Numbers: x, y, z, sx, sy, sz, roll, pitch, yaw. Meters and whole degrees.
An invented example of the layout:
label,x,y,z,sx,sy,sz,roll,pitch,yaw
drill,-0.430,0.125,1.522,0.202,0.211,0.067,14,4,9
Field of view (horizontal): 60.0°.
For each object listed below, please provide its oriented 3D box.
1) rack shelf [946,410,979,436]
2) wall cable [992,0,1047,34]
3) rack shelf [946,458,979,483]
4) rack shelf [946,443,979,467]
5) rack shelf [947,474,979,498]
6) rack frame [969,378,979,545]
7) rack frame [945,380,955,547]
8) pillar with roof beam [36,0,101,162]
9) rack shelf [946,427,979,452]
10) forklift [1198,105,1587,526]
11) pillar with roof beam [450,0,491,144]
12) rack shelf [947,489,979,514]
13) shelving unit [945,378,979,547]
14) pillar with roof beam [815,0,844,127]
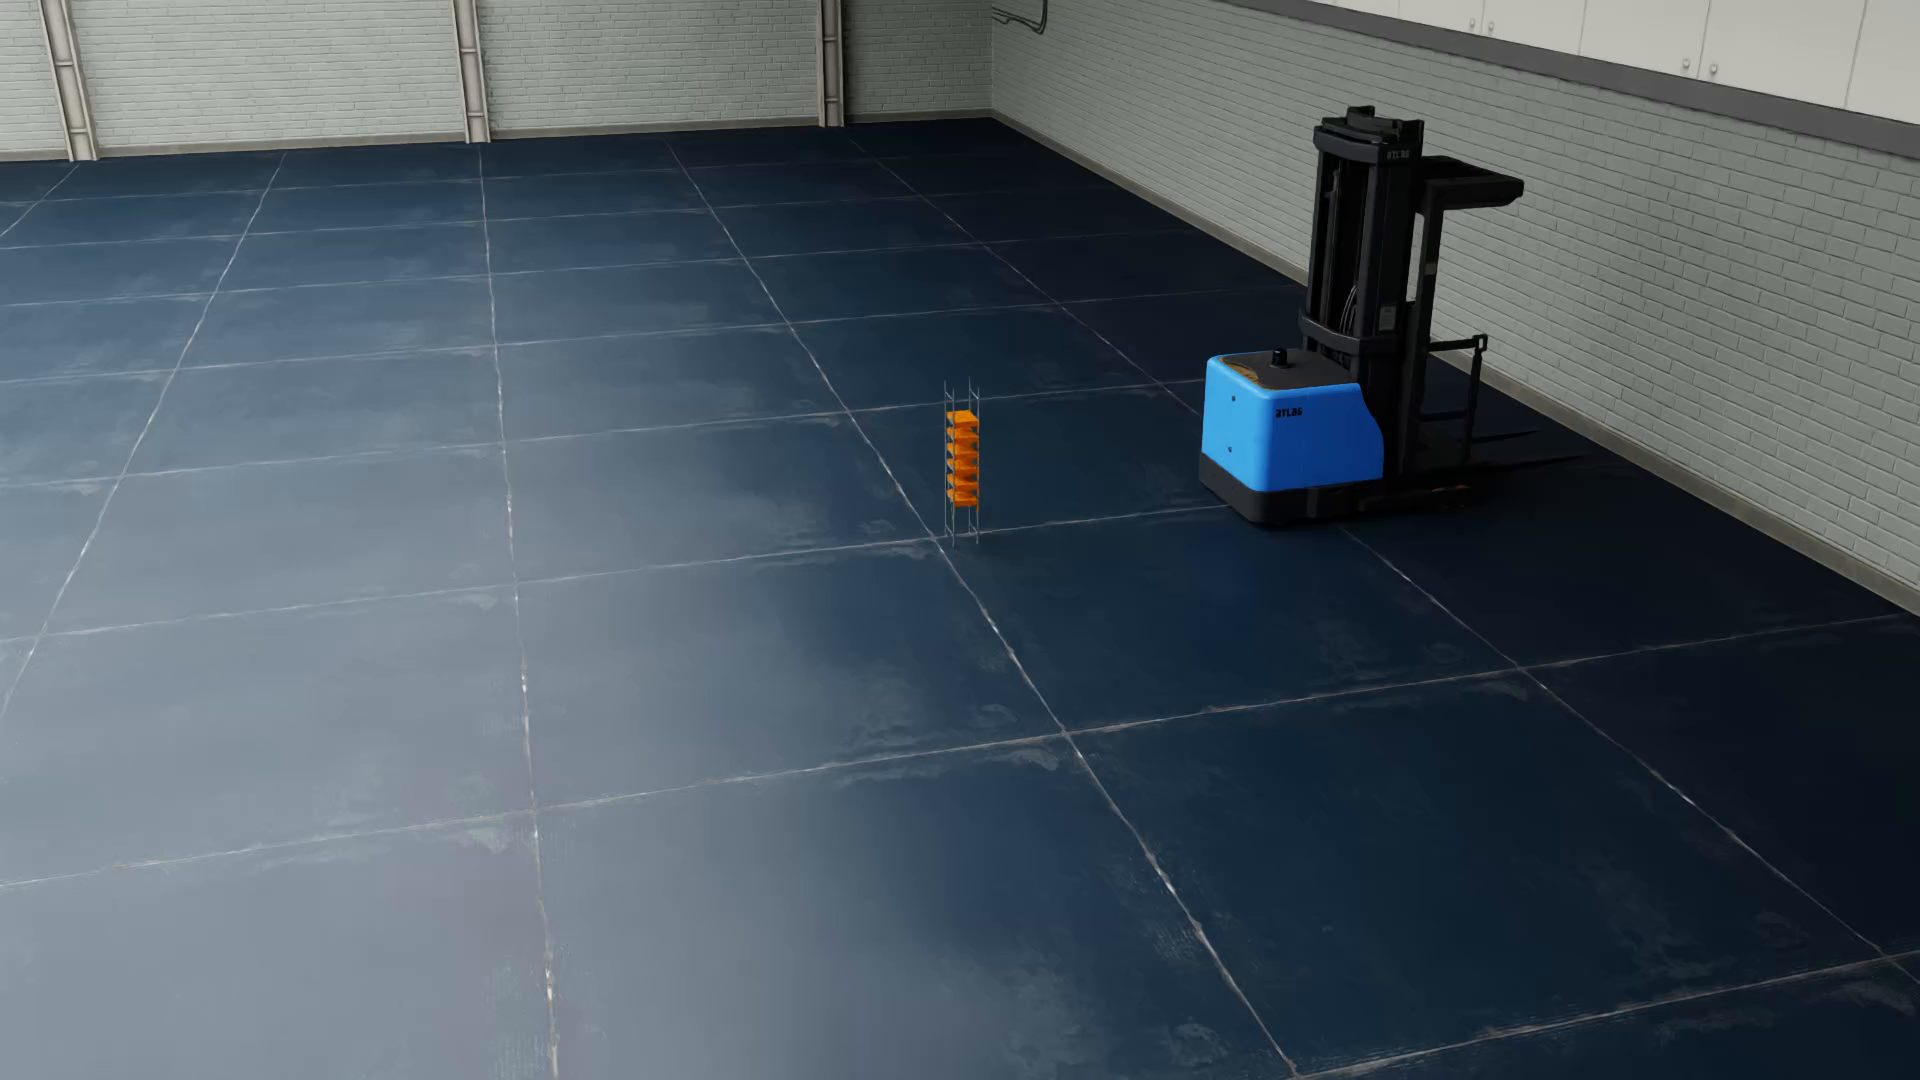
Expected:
label,x,y,z,sx,sy,sz,roll,pitch,yaw
rack shelf,0.014,-0.843,11.893,0.180,0.103,0.258,-6,24,-14
wall cable,0.934,-9.812,27.643,0.112,2.526,3.097,-6,24,-14
rack shelf,0.014,-0.512,12.035,0.180,0.103,0.258,-6,24,-14
rack shelf,0.014,-0.622,11.987,0.180,0.103,0.258,-6,24,-14
rack shelf,0.014,-0.402,12.082,0.180,0.103,0.258,-6,24,-14
rack frame,0.102,-0.563,12.040,0.006,1.200,0.240,-6,24,-14
rack frame,-0.074,-0.543,11.994,0.006,1.200,0.240,-6,24,-14
pillar with roof beam,-12.650,-8.515,20.682,0.400,9.000,9.100,-6,24,-14
rack shelf,0.014,-0.733,11.940,0.180,0.103,0.258,-6,24,-14
forklift,3.465,-1.774,12.667,3.031,2.935,1.130,-7,24,-16
pillar with roof beam,-6.873,-9.154,22.171,0.400,9.000,9.100,-6,24,-14
rack shelf,0.014,-0.292,12.129,0.180,0.103,0.258,-6,24,-14
shelving unit,0.014,-0.553,12.017,0.189,1.200,0.258,-6,24,-14
pillar with roof beam,-1.096,-9.793,23.661,0.400,9.000,9.100,-6,24,-14
